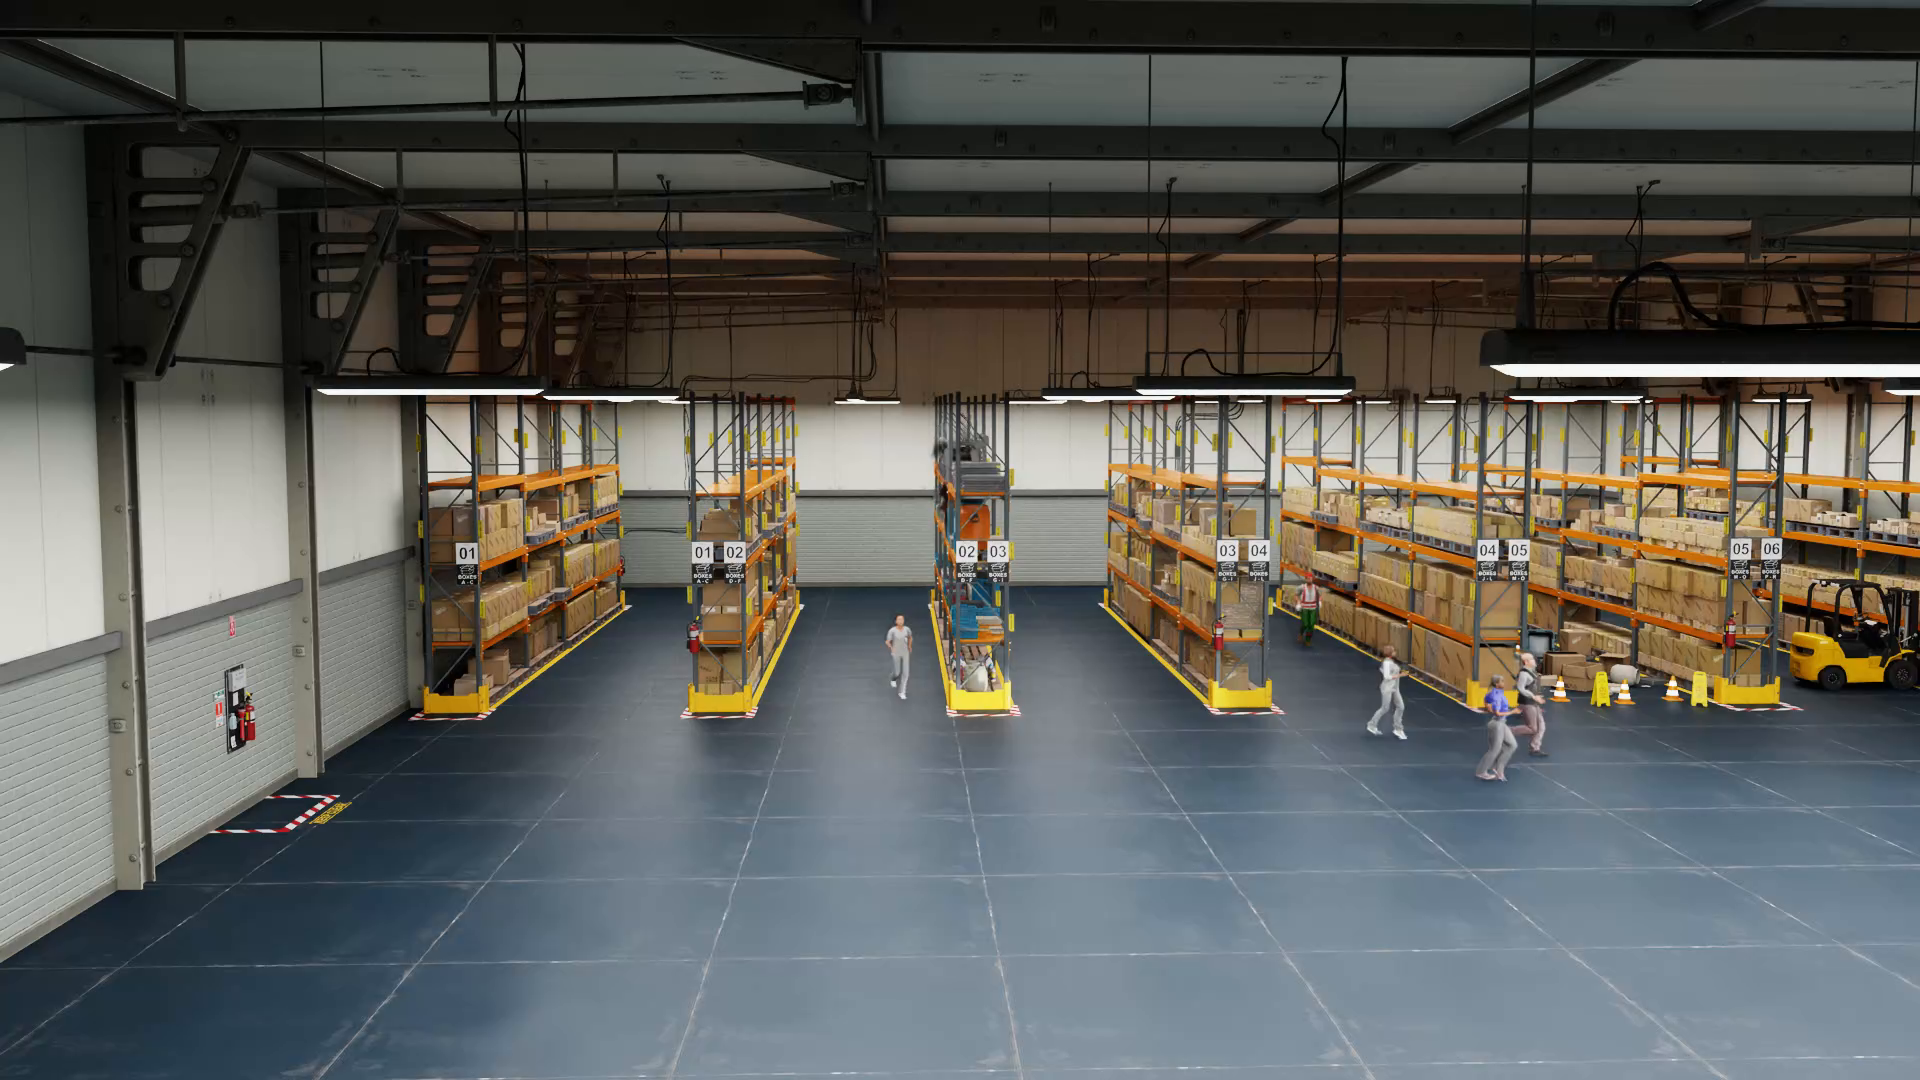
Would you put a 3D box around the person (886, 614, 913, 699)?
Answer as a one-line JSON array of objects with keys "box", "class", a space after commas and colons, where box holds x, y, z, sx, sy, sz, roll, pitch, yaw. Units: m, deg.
[{"box": [-1.189, 2.278, 32.918, 0.565, 1.654, 0.791, -1, 5, -17], "class": "person"}]

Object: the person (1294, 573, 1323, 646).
[{"box": [8.368, 1.657, 39.889, 0.673, 1.752, 0.543, 0, 5, -4], "class": "person"}]

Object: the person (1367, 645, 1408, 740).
[{"box": [7.384, 2.616, 28.654, 0.703, 1.632, 0.517, 3, 5, 34], "class": "person"}]

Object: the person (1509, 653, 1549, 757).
[{"box": [9.296, 2.698, 27.292, 0.765, 1.690, 0.659, 3, 5, 29], "class": "person"}]

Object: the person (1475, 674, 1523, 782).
[{"box": [8.228, 2.879, 25.347, 0.667, 1.685, 0.558, 2, 5, 23], "class": "person"}]
